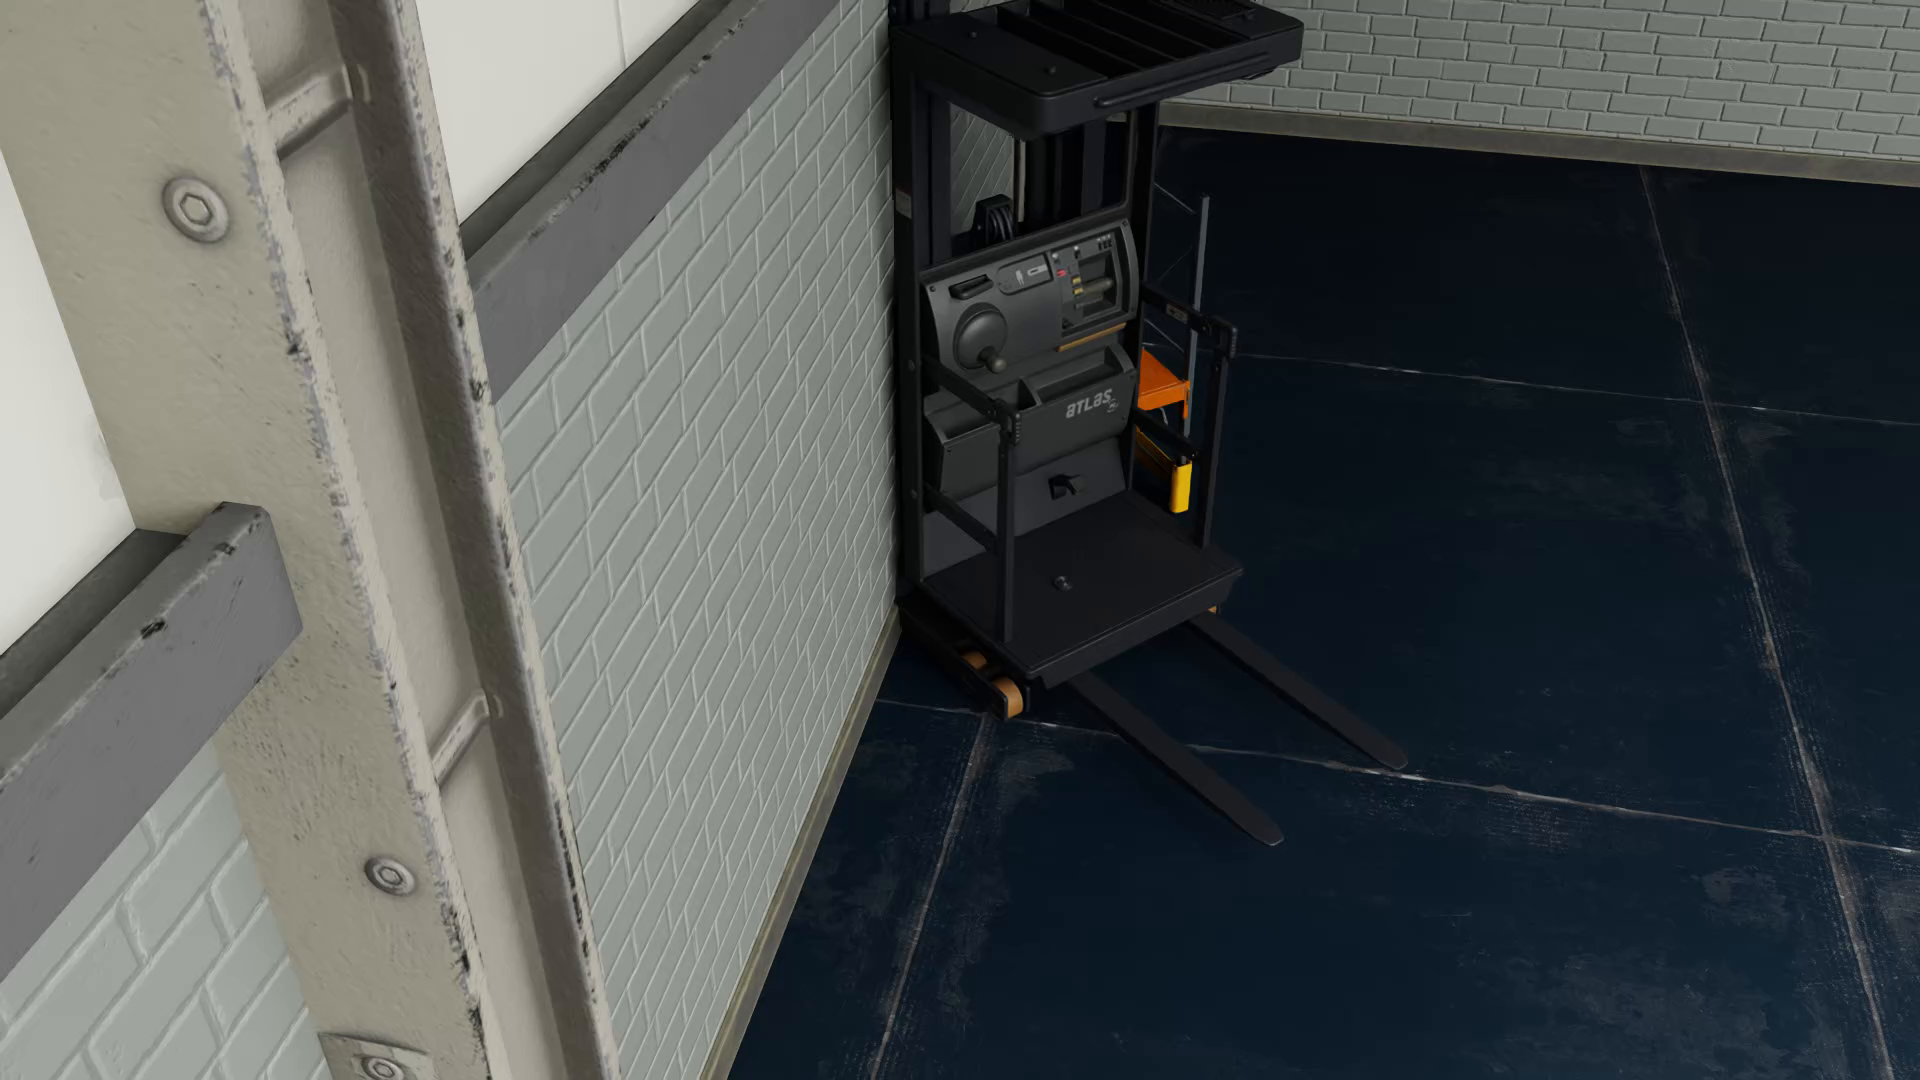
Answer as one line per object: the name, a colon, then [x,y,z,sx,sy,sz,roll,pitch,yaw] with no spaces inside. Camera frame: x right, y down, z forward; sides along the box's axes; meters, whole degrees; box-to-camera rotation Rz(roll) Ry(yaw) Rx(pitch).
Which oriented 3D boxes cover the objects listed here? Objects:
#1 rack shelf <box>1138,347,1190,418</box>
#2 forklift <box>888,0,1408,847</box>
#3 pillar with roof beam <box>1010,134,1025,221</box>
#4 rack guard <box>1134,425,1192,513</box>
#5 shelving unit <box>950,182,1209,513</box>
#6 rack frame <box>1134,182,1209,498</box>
rack shelf: [0.408,-0.592,7.058,1.000,0.185,0.538,-18,41,-20]
forklift: [0.401,-0.829,5.896,1.130,2.935,3.031,-23,42,-29]
pillar with roof beam: [4.634,-4.195,5.370,9.100,9.000,0.400,7,37,10]
rack guard: [0.851,-0.384,7.502,0.087,0.250,0.587,-18,41,-20]
shelving unit: [0.397,-0.731,6.944,1.083,1.500,0.587,-18,41,-20]
rack frame: [0.859,-0.881,7.123,0.032,1.500,0.500,-18,41,-20]
